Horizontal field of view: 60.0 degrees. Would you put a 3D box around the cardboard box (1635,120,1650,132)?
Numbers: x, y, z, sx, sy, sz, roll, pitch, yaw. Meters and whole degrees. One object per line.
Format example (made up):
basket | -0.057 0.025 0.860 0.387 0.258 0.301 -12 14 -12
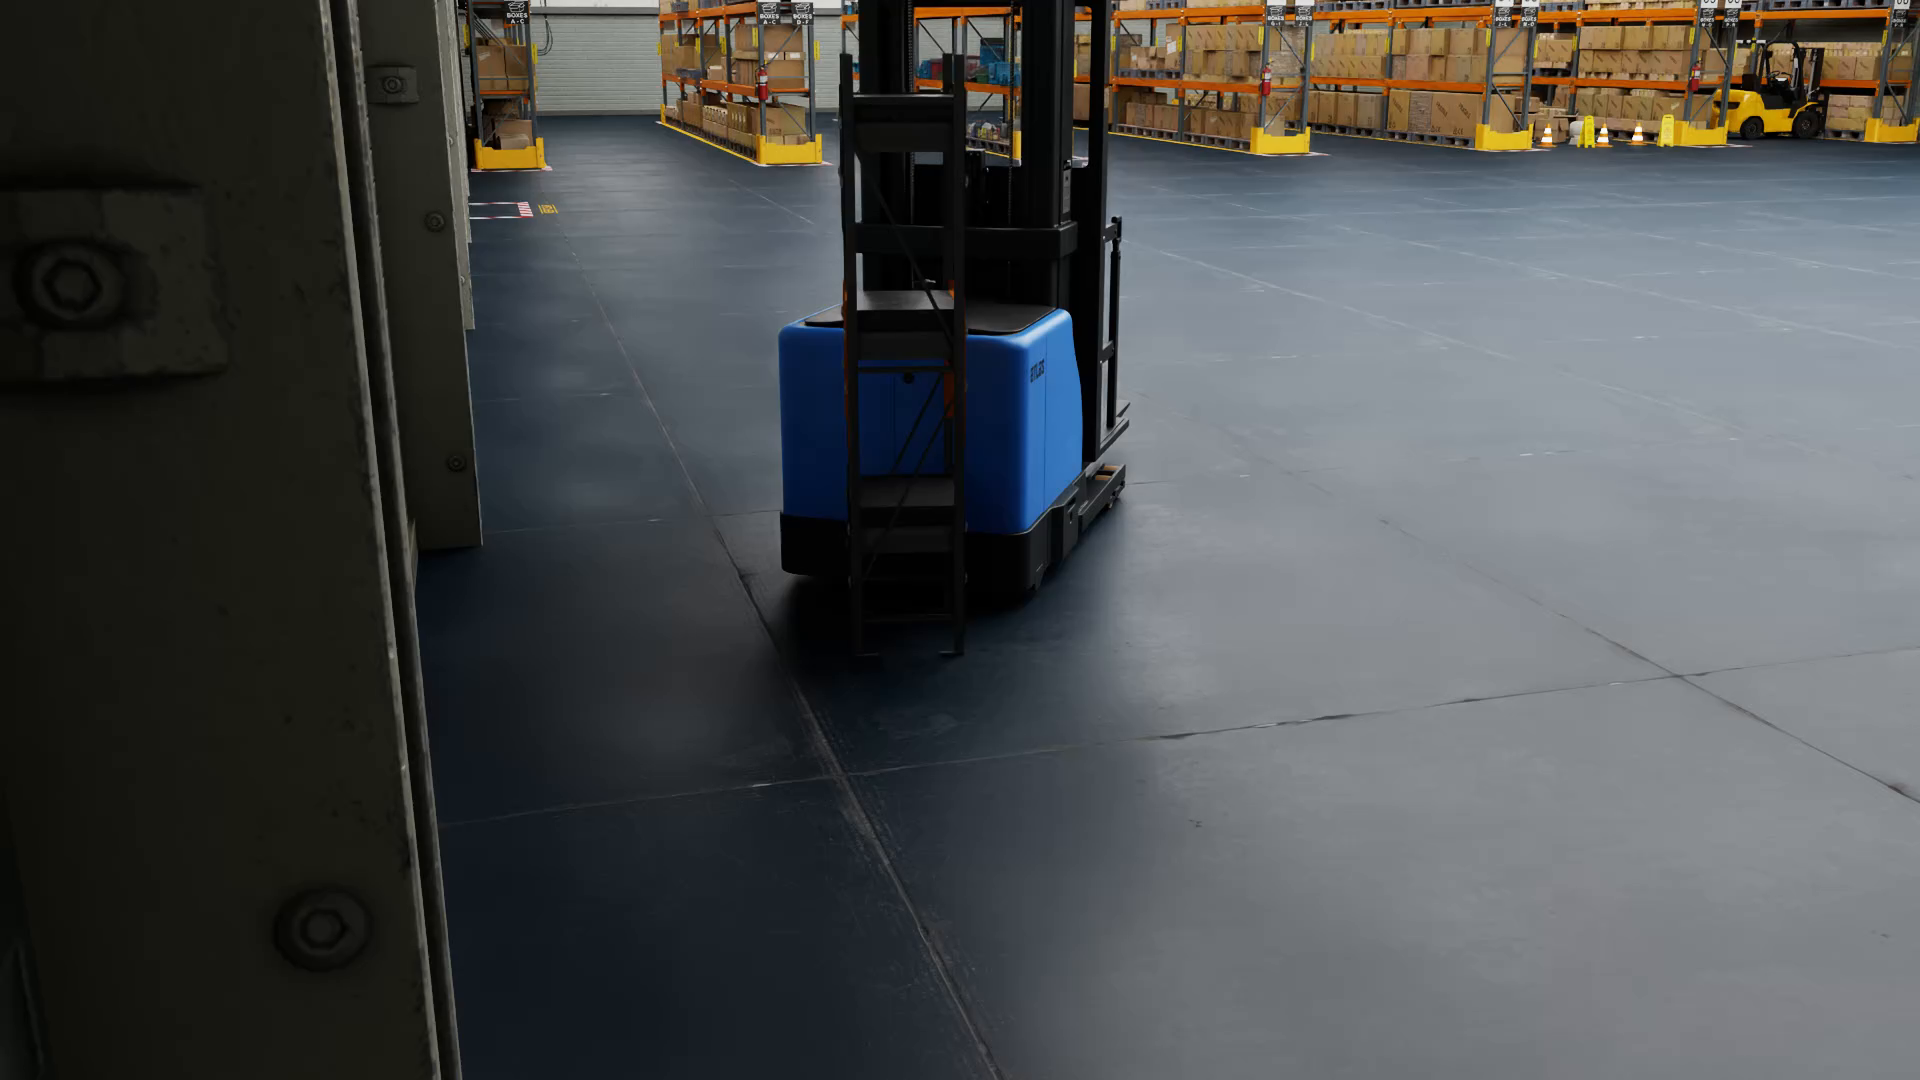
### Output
cardboard box | 15.308 -9.158 36.776 0.500 0.250 0.500 -5 17 -15

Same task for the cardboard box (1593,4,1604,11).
cardboard box | 14.690 -12.168 37.968 0.380 0.149 0.250 -5 17 -15

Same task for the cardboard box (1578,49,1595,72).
cardboard box | 14.678 -11.081 38.436 0.500 0.500 0.500 -5 17 -15

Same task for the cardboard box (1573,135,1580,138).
cardboard box | 13.622 -8.765 36.373 0.380 0.149 0.250 4 17 13

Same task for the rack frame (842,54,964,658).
rack frame | -0.186 -0.584 5.745 0.400 2.100 0.015 -1 17 -5

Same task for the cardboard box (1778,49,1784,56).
cardboard box | 19.602 -11.536 39.340 0.380 0.149 0.250 -5 17 -15

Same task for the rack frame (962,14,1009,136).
rack frame | 0.534 -9.859 35.060 1.000 3.000 0.127 -5 17 -15

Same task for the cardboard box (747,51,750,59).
cardboard box | -3.847 -9.240 31.698 0.380 0.149 0.250 -5 17 -16

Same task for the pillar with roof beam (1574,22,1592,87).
pillar with roof beam | 13.934 -16.437 46.530 9.100 9.000 0.400 -5 17 -15

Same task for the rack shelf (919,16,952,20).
rack shelf | -1.115 -12.611 40.257 1.077 0.370 4.000 -5 17 -15

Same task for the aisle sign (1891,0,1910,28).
aisle sign | 20.431 -11.525 36.086 0.394 0.787 0.004 -5 17 -15

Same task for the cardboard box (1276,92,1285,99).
cardboard box | 8.405 -11.392 42.473 0.500 0.250 0.500 -4 17 -14

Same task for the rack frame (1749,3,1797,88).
rack frame | 19.596 -11.428 40.281 1.000 3.000 0.127 -5 17 -15

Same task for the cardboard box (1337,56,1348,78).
cardboard box | 9.273 -11.206 39.369 0.500 0.500 0.500 -5 17 -16

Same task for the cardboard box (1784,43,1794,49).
cardboard box | 19.608 -11.603 39.045 0.380 0.149 0.250 -4 17 -14

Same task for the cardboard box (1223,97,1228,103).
cardboard box | 7.438 -12.094 45.690 0.380 0.149 0.250 -4 17 -15

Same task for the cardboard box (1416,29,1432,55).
cardboard box | 10.441 -10.796 36.041 0.875 0.550 0.550 -5 17 -15

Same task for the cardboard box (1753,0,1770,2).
cardboard box | 19.552 -13.243 40.644 0.380 0.149 0.250 -5 17 -15

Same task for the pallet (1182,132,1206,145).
pallet | 5.515 -8.732 36.155 1.003 0.211 1.213 -5 17 -15

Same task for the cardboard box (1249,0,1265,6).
cardboard box | 6.019 -10.622 32.647 0.500 0.250 0.500 -4 17 -14

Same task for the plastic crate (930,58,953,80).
plastic crate | -0.415 -10.525 37.165 0.402 0.464 0.583 -5 17 -15

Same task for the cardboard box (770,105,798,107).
cardboard box | -3.353 -8.047 31.772 0.500 0.500 0.500 -5 17 -15

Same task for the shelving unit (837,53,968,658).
shelving unit | -0.207 -0.654 5.978 0.431 2.100 0.503 -1 17 -5

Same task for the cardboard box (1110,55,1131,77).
cardboard box | 3.823 -11.522 40.421 0.500 0.500 0.500 -4 17 -14

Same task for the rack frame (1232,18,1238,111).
rack frame | 7.895 -12.828 44.942 1.000 3.000 0.127 -5 17 -15

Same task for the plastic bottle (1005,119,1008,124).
plastic bottle | 0.988 -8.646 34.860 0.144 0.351 0.185 -5 17 -17

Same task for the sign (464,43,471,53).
sign | -9.524 -9.585 32.136 0.100 0.325 0.005 -5 17 -15

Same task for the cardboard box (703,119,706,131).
cardboard box | -5.467 -9.291 37.218 0.500 0.250 0.500 -5 17 -15

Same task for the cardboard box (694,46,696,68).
cardboard box | -5.883 -11.446 39.441 0.700 0.500 0.500 -10 19 -29

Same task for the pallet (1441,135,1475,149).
pallet | 10.897 -8.388 35.009 1.003 0.211 1.213 -5 17 -15

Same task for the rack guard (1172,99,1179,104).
rack guard | 6.816 -12.716 48.915 1.175 0.500 0.348 -5 17 -15

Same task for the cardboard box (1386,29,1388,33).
cardboard box | 12.208 -14.296 46.790 0.380 0.149 0.250 -5 17 -15

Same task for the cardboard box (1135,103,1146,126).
cardboard box | 4.565 -10.034 39.224 0.700 0.500 0.500 -6 18 -20

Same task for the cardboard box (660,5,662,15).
cardboard box | -7.631 -13.990 43.859 0.500 0.250 0.500 -5 17 -15

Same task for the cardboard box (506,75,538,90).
cardboard box | -7.721 -8.067 29.320 0.500 0.250 0.500 -5 17 -17

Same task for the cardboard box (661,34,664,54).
cardboard box | -7.659 -13.171 44.173 0.500 0.500 0.500 -4 17 -14

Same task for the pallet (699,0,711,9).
pallet | -5.056 -11.740 36.437 1.213 0.211 1.003 -4 17 -13

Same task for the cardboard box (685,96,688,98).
cardboard box | -7.141 -11.670 44.670 0.500 0.500 0.500 -5 17 -15

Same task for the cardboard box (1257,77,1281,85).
cardboard box | 6.119 -9.086 32.924 0.380 0.149 0.250 -5 17 -15

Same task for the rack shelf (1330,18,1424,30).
rack shelf | 12.077 -14.892 47.852 1.077 0.370 4.000 -5 17 -15

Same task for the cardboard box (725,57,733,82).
cardboard box | -4.707 -10.014 35.403 0.500 0.500 0.500 -5 17 -15

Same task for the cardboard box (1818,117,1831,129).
cardboard box | 20.006 -9.588 38.206 0.500 0.250 0.500 -5 17 -15

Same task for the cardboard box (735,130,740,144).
cardboard box | -4.129 -7.923 32.664 0.500 0.250 0.500 -5 17 -15

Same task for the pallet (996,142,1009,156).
pallet | 1.349 -7.660 32.584 1.003 0.211 1.213 -5 17 -15

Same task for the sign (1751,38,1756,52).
sign | 19.077 -11.899 39.974 0.100 0.325 0.005 -5 17 -15

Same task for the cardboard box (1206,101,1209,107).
cardboard box | 7.175 -12.313 46.939 0.380 0.149 0.250 -4 17 -13

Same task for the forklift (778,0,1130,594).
forklift | 0.181 -1.576 7.605 1.130 2.935 3.031 5 17 16

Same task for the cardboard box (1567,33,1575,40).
cardboard box | 14.638 -12.187 40.260 0.380 0.149 0.250 -4 17 -12

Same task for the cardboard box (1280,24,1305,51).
cardboard box | 6.506 -9.987 33.057 0.500 0.500 0.500 -5 17 -15

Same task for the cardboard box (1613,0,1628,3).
cardboard box | 14.958 -12.116 37.104 0.500 0.250 0.500 -5 17 -15

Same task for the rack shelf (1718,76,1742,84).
rack shelf | 19.047 -11.636 42.227 1.077 0.370 4.000 -5 17 -15

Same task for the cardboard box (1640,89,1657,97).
cardboard box | 15.222 -9.849 36.644 0.380 0.149 0.250 -4 17 -14
